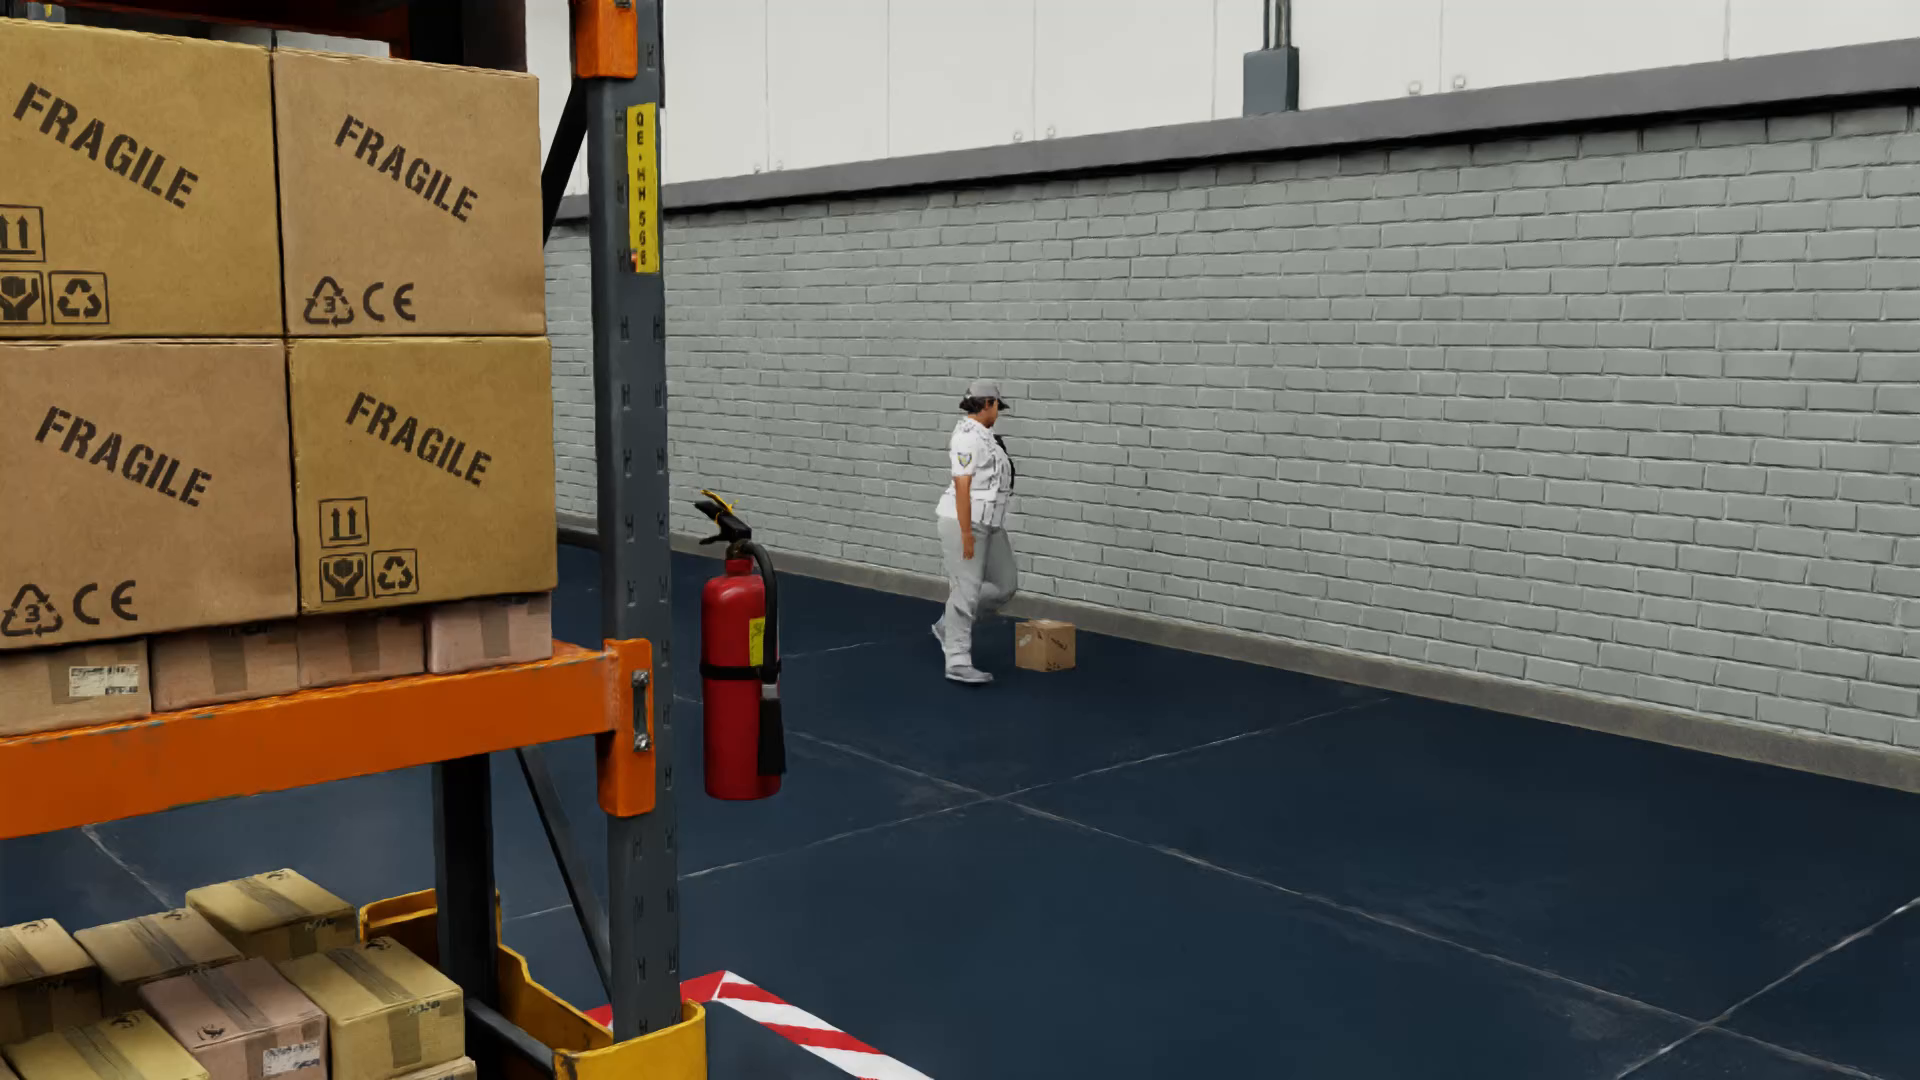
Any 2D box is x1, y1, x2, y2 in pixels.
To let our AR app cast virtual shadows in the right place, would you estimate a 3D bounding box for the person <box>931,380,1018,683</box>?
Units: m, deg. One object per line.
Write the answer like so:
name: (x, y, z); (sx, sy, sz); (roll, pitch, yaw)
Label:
person: (0.056, -0.065, 9.231); (0.460, 1.640, 0.588); (2, 8, 16)
